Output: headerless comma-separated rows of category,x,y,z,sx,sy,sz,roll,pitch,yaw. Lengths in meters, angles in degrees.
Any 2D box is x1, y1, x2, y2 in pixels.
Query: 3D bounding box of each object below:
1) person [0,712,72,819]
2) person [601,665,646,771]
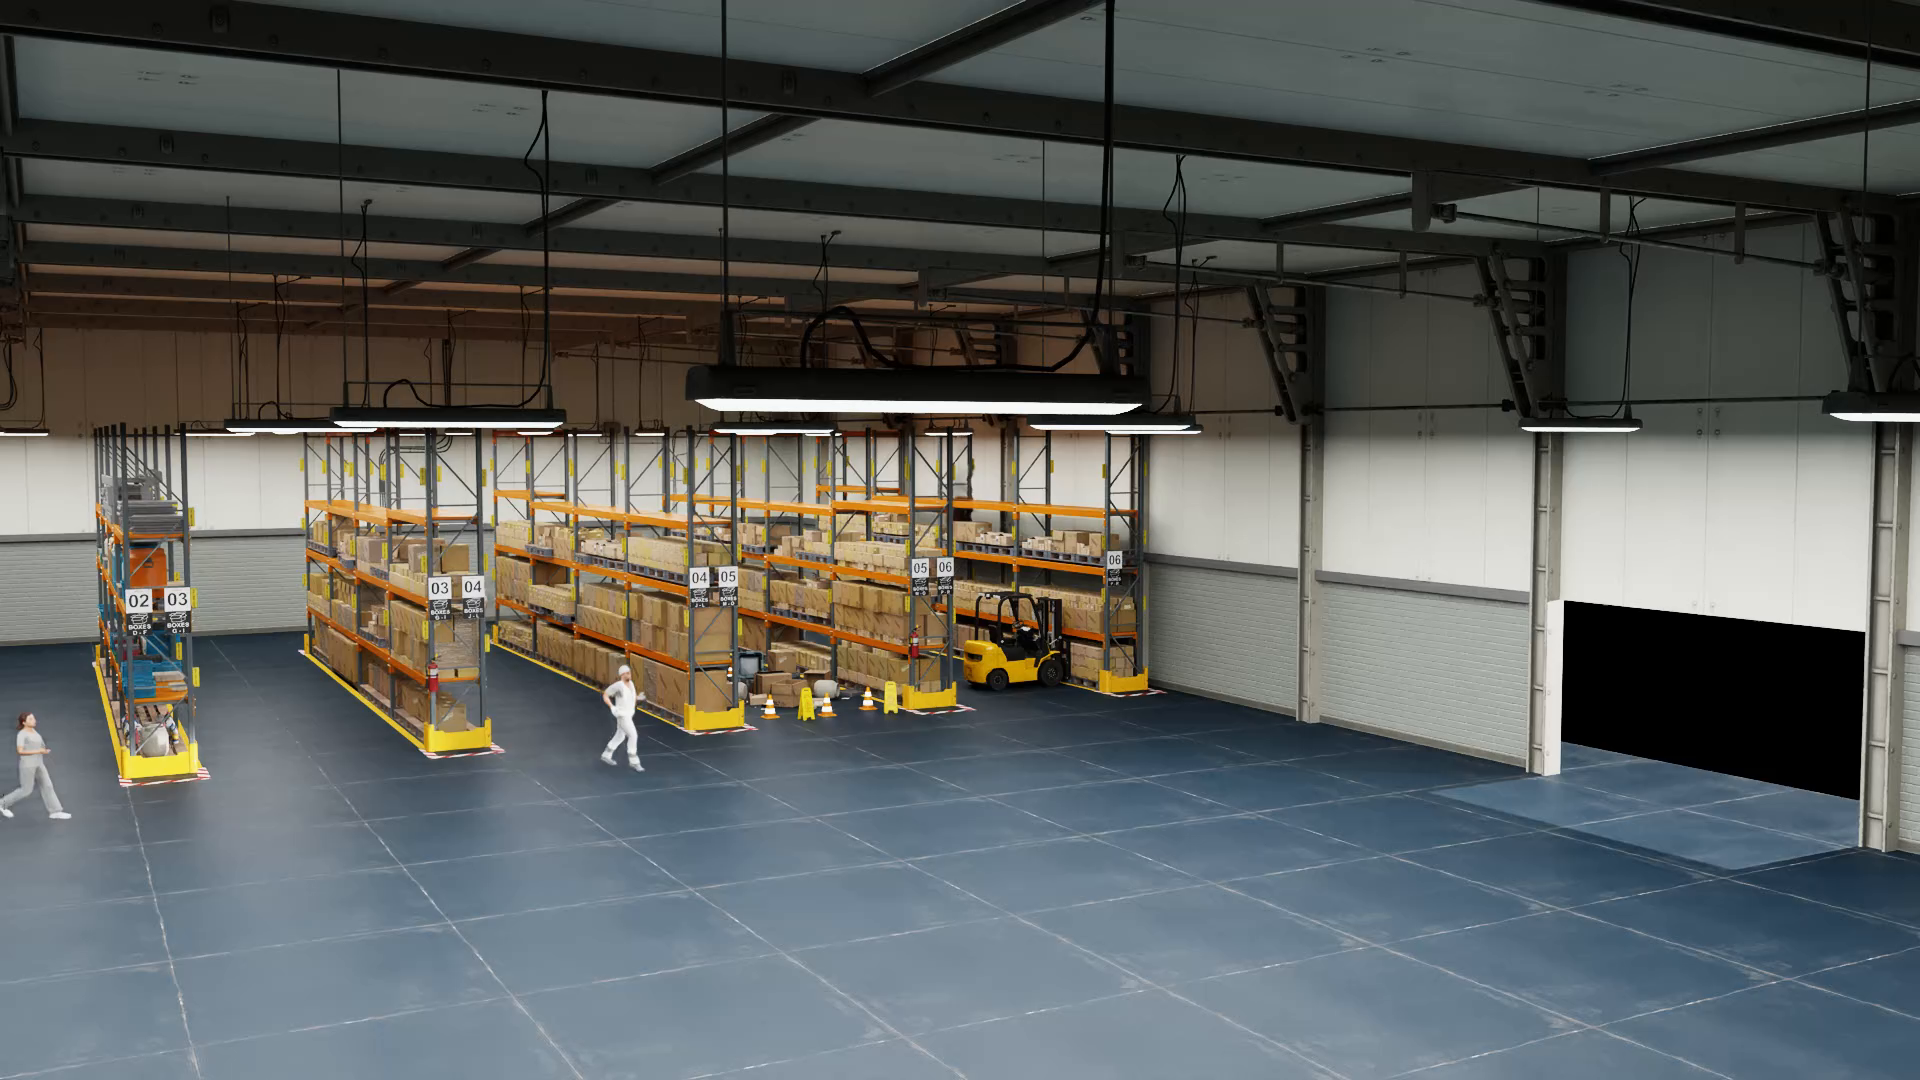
person,-13.829,3.365,24.803,1.053,1.626,0.581,0,3,-1
person,-5.838,3.082,28.866,0.845,1.838,0.623,1,4,12
